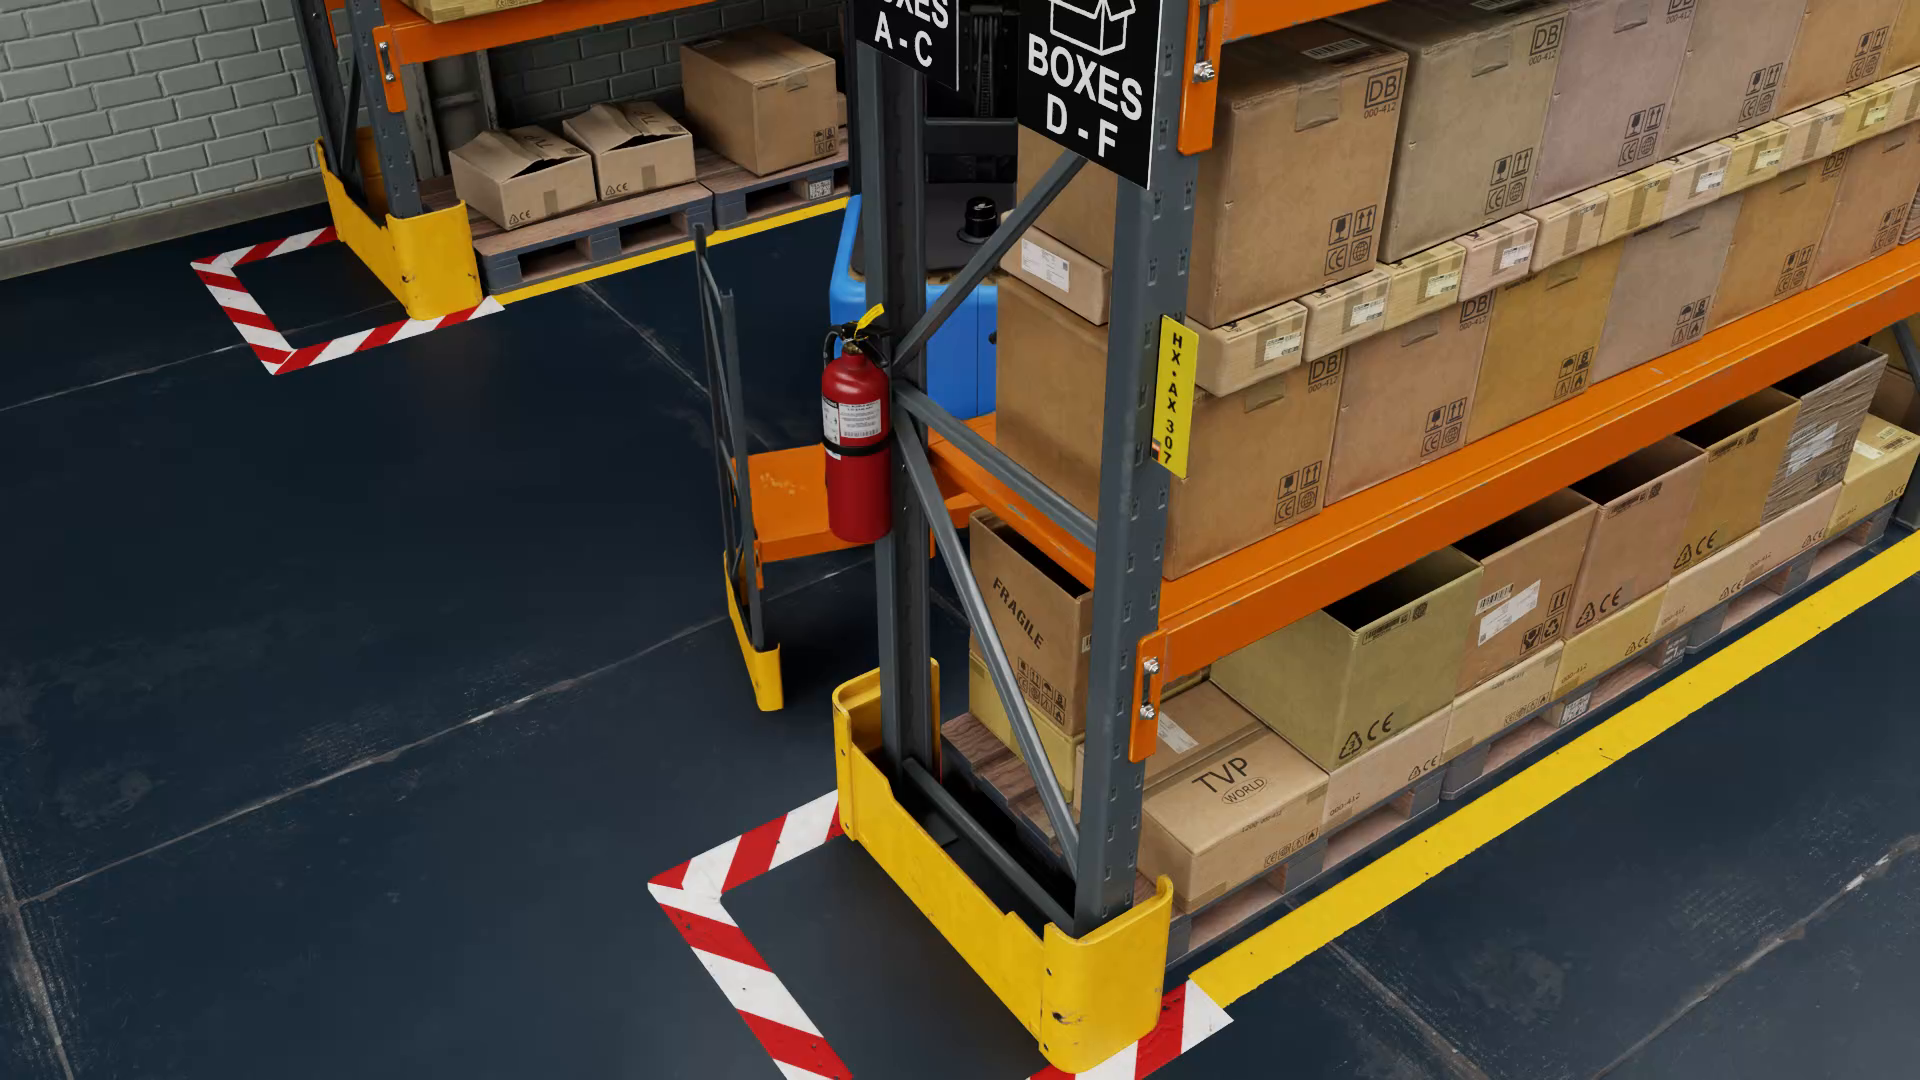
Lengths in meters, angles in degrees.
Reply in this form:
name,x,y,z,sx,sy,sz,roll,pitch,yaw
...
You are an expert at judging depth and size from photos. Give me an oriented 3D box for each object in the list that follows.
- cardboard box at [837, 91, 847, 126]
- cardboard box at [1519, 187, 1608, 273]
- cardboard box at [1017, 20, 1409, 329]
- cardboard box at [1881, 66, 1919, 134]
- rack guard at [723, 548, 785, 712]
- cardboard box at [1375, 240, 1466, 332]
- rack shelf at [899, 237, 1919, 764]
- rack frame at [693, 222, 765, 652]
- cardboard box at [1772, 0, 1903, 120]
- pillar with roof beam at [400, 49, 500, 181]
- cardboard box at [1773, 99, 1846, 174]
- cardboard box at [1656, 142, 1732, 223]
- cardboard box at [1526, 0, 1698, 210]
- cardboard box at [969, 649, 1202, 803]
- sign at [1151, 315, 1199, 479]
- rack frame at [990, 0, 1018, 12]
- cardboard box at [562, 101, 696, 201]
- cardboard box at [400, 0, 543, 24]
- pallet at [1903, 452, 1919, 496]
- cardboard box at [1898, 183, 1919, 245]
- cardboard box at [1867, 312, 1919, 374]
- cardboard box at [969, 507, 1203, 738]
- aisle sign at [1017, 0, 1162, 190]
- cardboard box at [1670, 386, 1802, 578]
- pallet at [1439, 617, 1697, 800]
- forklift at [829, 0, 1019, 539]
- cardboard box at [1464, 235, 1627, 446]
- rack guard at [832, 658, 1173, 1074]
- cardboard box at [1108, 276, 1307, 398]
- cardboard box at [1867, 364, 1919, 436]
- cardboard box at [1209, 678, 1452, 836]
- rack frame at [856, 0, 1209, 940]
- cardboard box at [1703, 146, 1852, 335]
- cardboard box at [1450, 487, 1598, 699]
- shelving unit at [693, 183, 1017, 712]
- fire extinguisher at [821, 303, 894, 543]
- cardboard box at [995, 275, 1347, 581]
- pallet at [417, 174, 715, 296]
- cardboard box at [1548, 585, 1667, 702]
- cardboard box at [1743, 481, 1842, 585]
name,x,y,z,sx,sy,sz,roll,pitch,yaw
cardboard box,-0.802,-2.362,9.029,0.250,0.149,0.380,-26,43,-31
cardboard box,1.392,-0.842,4.210,0.250,0.149,0.380,-24,42,-29
cardboard box,0.537,-0.896,3.731,0.500,0.500,0.700,-22,41,-28
cardboard box,2.645,-1.356,4.925,0.250,0.149,0.380,-22,41,-28
rack guard,-0.699,0.297,5.624,0.087,0.250,0.587,-10,37,-14
cardboard box,0.968,-0.667,3.967,0.250,0.149,0.380,-22,41,-28
rack shelf,1.739,-0.541,5.049,4.000,0.370,1.077,-22,41,-28
rack frame,-0.718,-0.208,5.254,0.032,1.500,0.500,-10,37,-14
cardboard box,2.193,-1.582,4.684,0.500,0.500,0.700,-22,41,-28
pillar with roof beam,-0.198,-3.553,3.482,0.400,9.000,9.100,-22,41,-28
cardboard box,2.236,-1.190,4.694,0.250,0.149,0.380,-21,41,-27
cardboard box,1.806,-1.010,4.444,0.250,0.149,0.380,-22,41,-27
cardboard box,1.375,-1.246,4.216,0.500,0.500,0.700,-22,41,-28
cardboard box,0.373,0.464,5.031,0.500,0.250,0.500,-22,41,-28
sign,0.419,-0.277,3.257,0.005,0.325,0.100,-22,41,-28
rack frame,0.517,-3.869,9.060,0.127,3.000,1.000,-22,41,-28
cardboard box,-1.669,-1.992,8.377,0.500,0.311,0.500,-19,40,-24
cardboard box,-2.170,-2.483,7.245,0.500,0.250,0.500,-24,42,-29
pallet,3.954,-0.640,6.959,1.213,0.211,1.003,-22,41,-28
cardboard box,3.015,-1.394,5.534,0.500,0.500,0.700,-24,42,-29
cardboard box,3.855,-0.808,6.319,0.500,0.311,0.500,-22,41,-28
cardboard box,0.371,0.159,4.814,0.500,0.500,0.500,-22,41,-28
aisle sign,0.227,-1.047,2.911,0.004,0.787,0.394,-22,41,-28
cardboard box,2.299,-0.272,5.412,0.500,0.500,0.500,-22,41,-28
pallet,1.702,0.286,5.671,1.213,0.211,1.003,-22,41,-28
forklift,0.111,-2.019,6.547,1.130,2.935,3.031,1,36,2
cardboard box,1.329,-0.695,4.562,0.500,0.500,0.700,-22,41,-28
rack guard,0.085,0.863,4.623,0.348,0.500,1.175,-22,41,-28
cardboard box,0.549,-0.494,3.726,0.250,0.149,0.380,-23,41,-28
cardboard box,3.846,-0.577,6.479,0.500,0.250,0.500,-23,42,-29
cardboard box,1.078,0.541,4.924,0.500,0.250,0.500,-22,41,-28
rack frame,0.104,-0.160,3.904,0.127,3.000,1.000,-22,41,-28
cardboard box,2.175,-1.047,5.051,0.500,0.500,0.700,-22,41,-27
cardboard box,1.480,0.063,4.946,0.500,0.500,0.500,-22,41,-28
shelving unit,-0.223,-0.296,5.377,1.083,1.500,0.587,-10,37,-14
fire extinguisher,-0.260,-0.311,4.180,0.183,0.674,0.296,-22,41,-28
cardboard box,0.493,-0.352,4.085,0.500,0.500,0.700,-22,41,-28
pallet,-2.006,-1.673,8.396,1.213,0.211,1.003,-22,41,-28
cardboard box,1.898,0.207,5.388,0.500,0.250,0.500,-22,41,-28
cardboard box,2.707,-0.136,5.866,0.500,0.250,0.500,-22,41,-28
